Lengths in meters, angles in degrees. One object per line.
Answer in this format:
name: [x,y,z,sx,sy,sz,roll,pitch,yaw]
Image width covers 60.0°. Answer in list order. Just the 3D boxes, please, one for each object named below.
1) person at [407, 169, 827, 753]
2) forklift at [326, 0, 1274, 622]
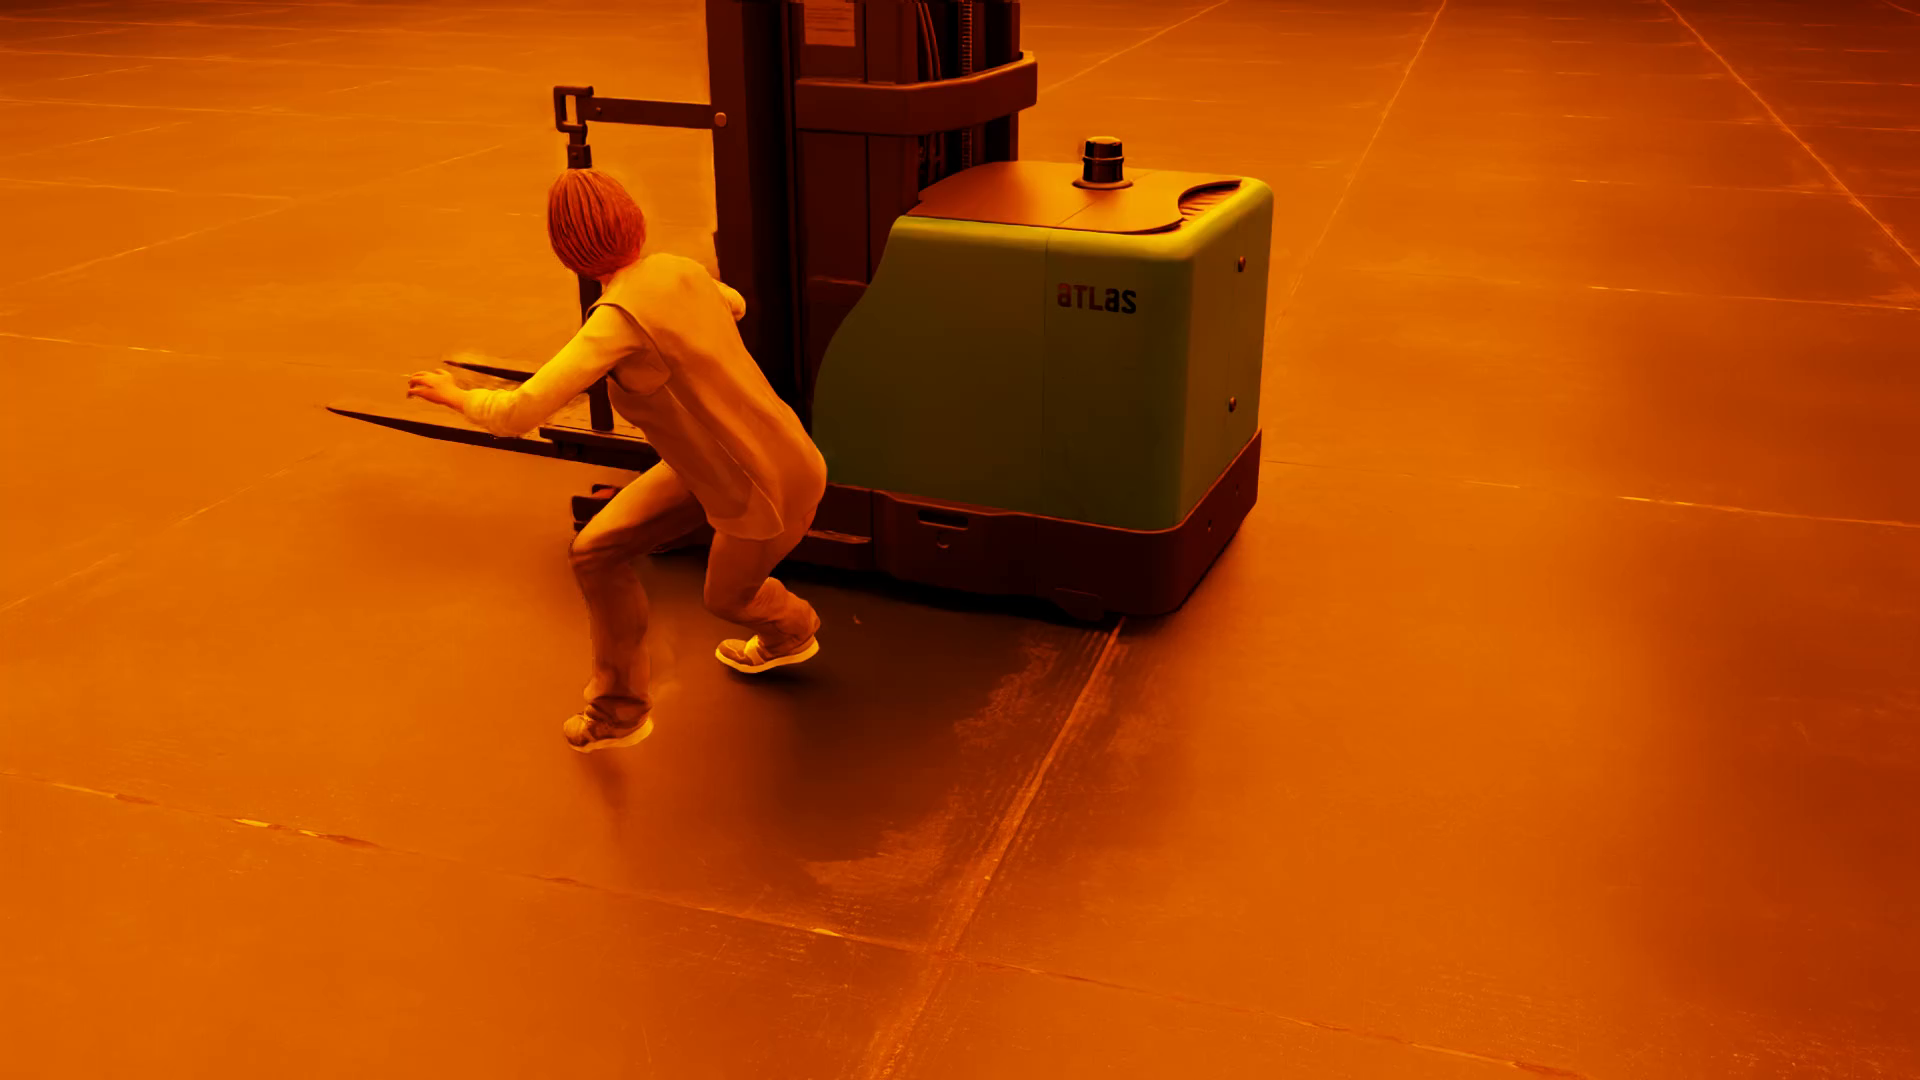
person: [-0.729,-0.161,3.681,0.867,1.359,0.846,-4,23,-10]
forklift: [-0.630,-1.487,4.880,3.031,2.935,1.130,9,24,22]
